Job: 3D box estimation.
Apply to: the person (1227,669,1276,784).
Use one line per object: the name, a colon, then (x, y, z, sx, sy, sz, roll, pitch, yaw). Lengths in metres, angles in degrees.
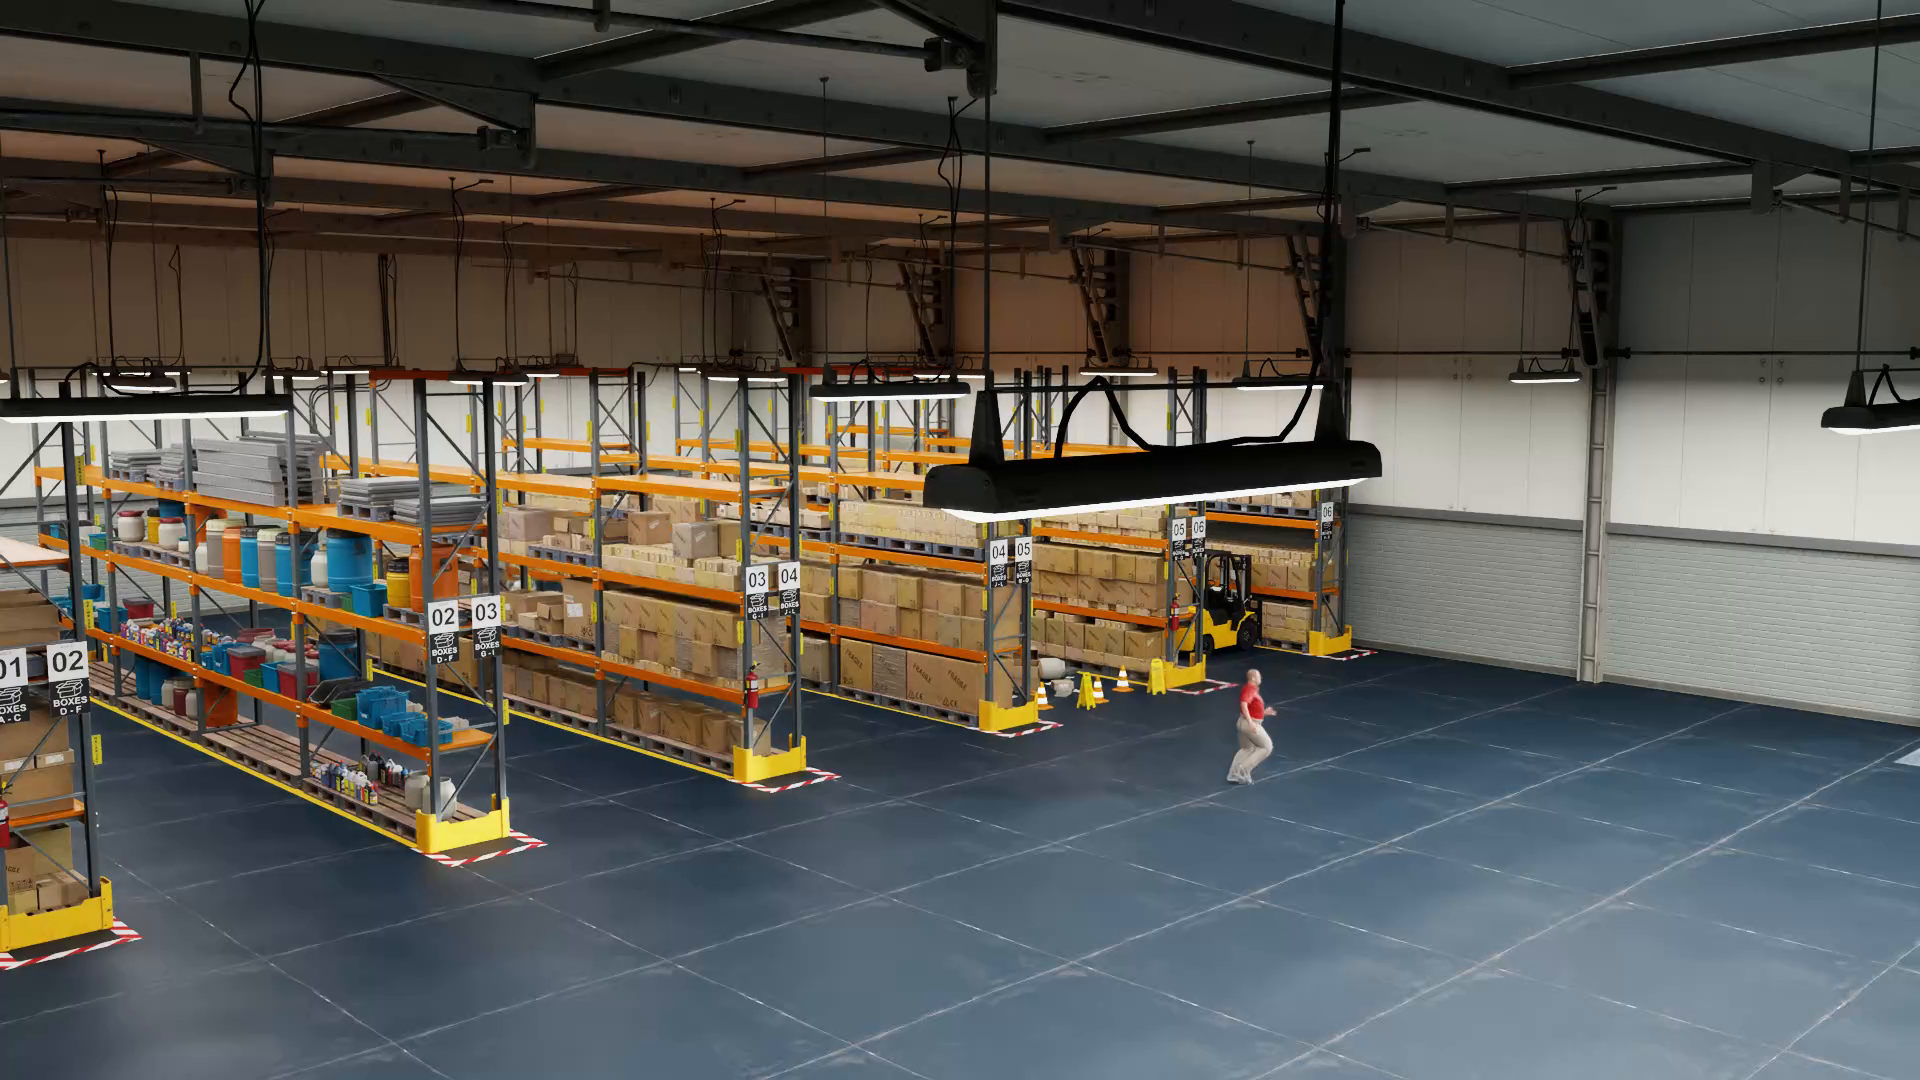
person: (4.314, 2.733, 24.403, 0.723, 1.687, 0.639, -1, 7, -8)

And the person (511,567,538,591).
person: (-9.415, 1.418, 36.223, 0.598, 1.666, 0.542, -6, 9, -41)

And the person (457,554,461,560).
person: (-11.975, 1.110, 38.999, 0.769, 1.658, 0.623, 3, 7, 21)
